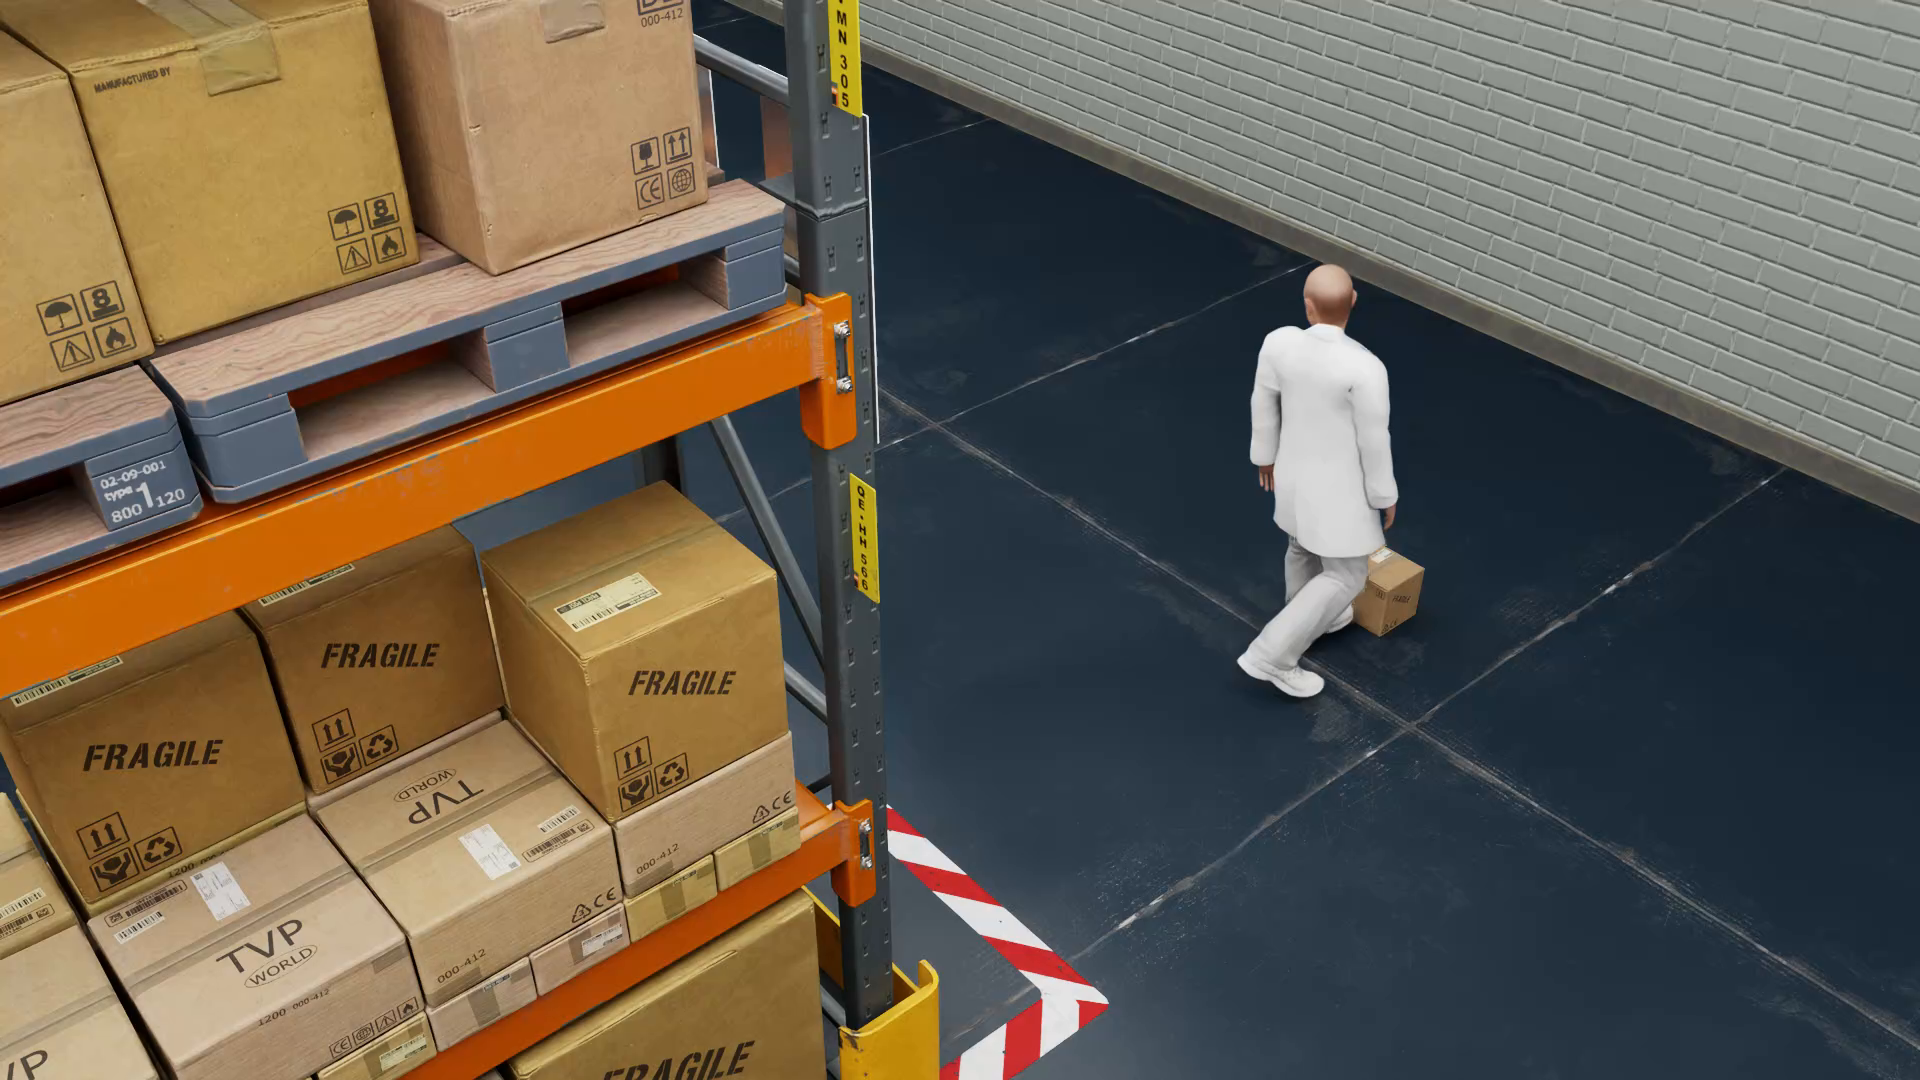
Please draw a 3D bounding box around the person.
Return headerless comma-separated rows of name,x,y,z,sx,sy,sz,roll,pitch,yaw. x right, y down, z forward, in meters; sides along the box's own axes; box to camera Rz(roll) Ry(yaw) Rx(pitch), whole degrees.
person,1.406,-0.223,6.452,0.800,1.767,0.631,-21,40,-26
